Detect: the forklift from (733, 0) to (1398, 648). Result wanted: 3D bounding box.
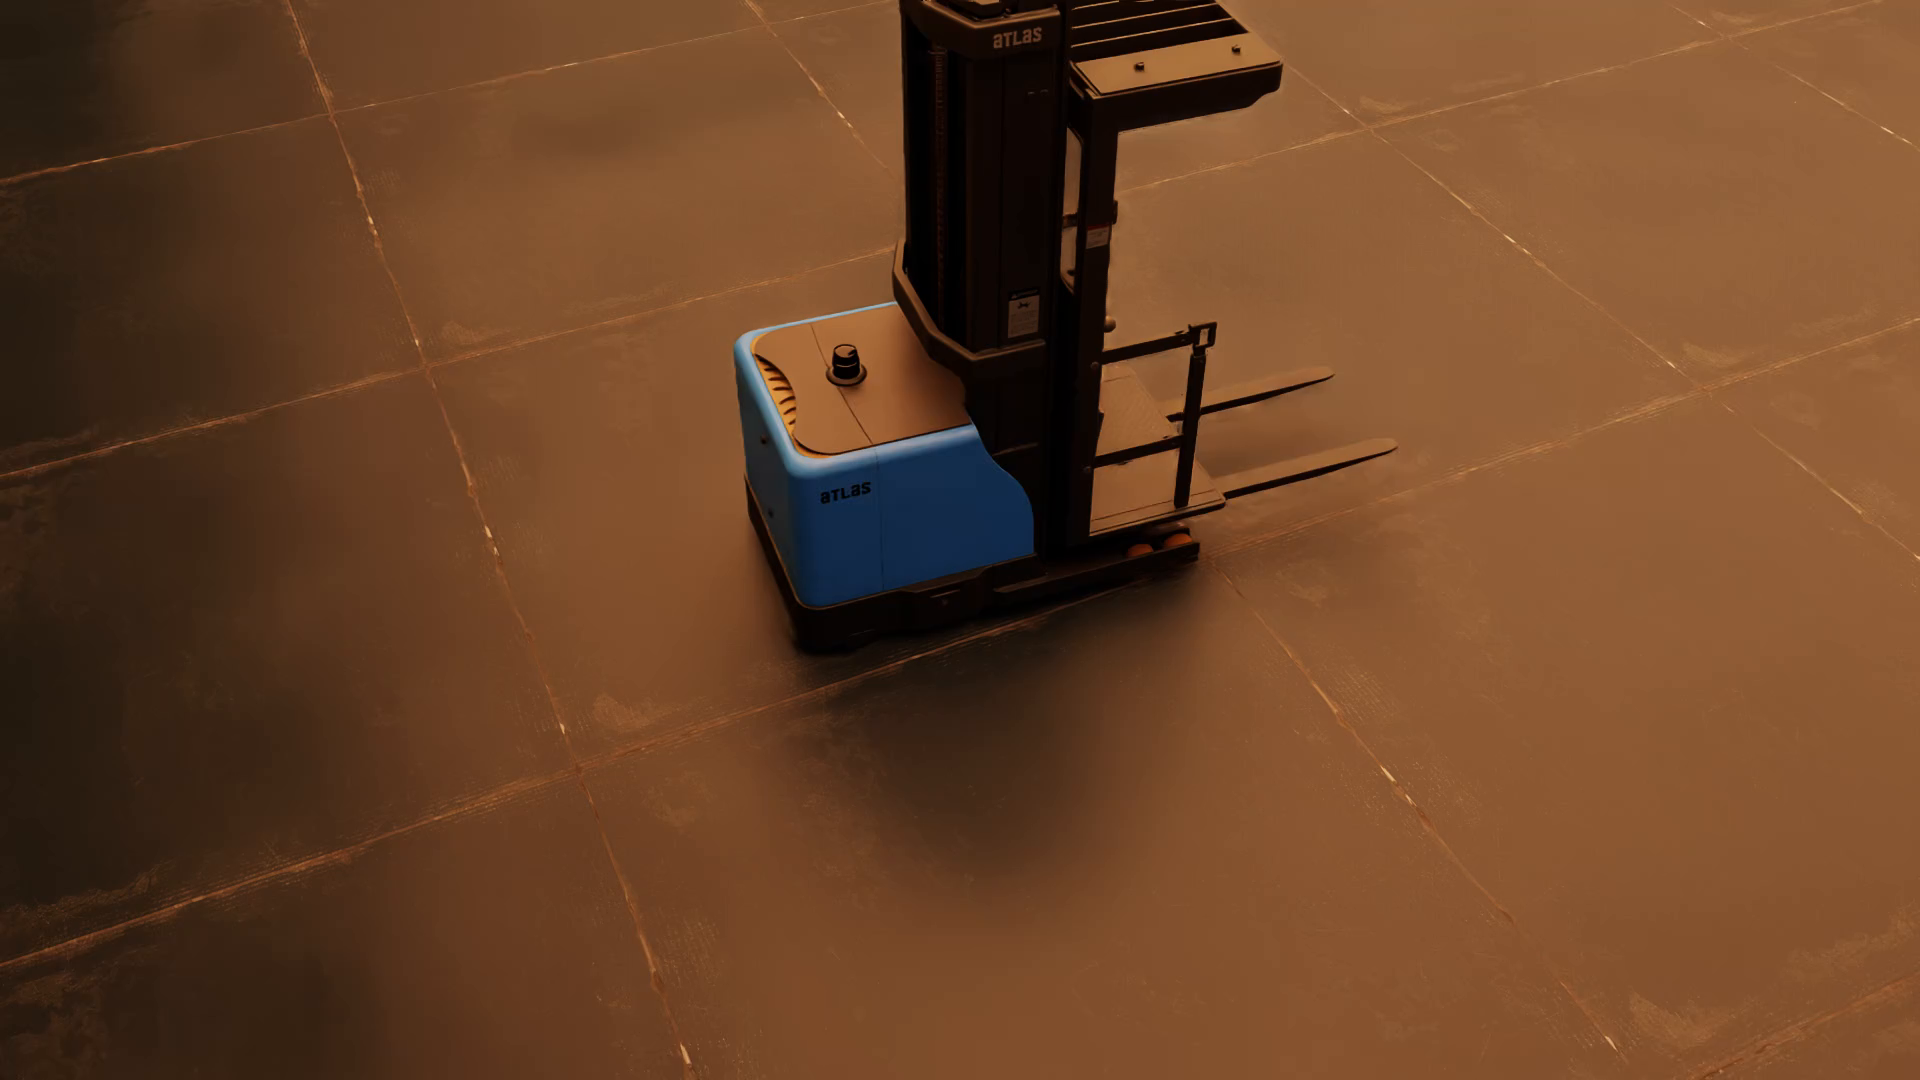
[{"bbox_3d":[0.572,-1.219,6.986,3.031,2.935,1.130,-14,45,-15],"label":"forklift"}]
